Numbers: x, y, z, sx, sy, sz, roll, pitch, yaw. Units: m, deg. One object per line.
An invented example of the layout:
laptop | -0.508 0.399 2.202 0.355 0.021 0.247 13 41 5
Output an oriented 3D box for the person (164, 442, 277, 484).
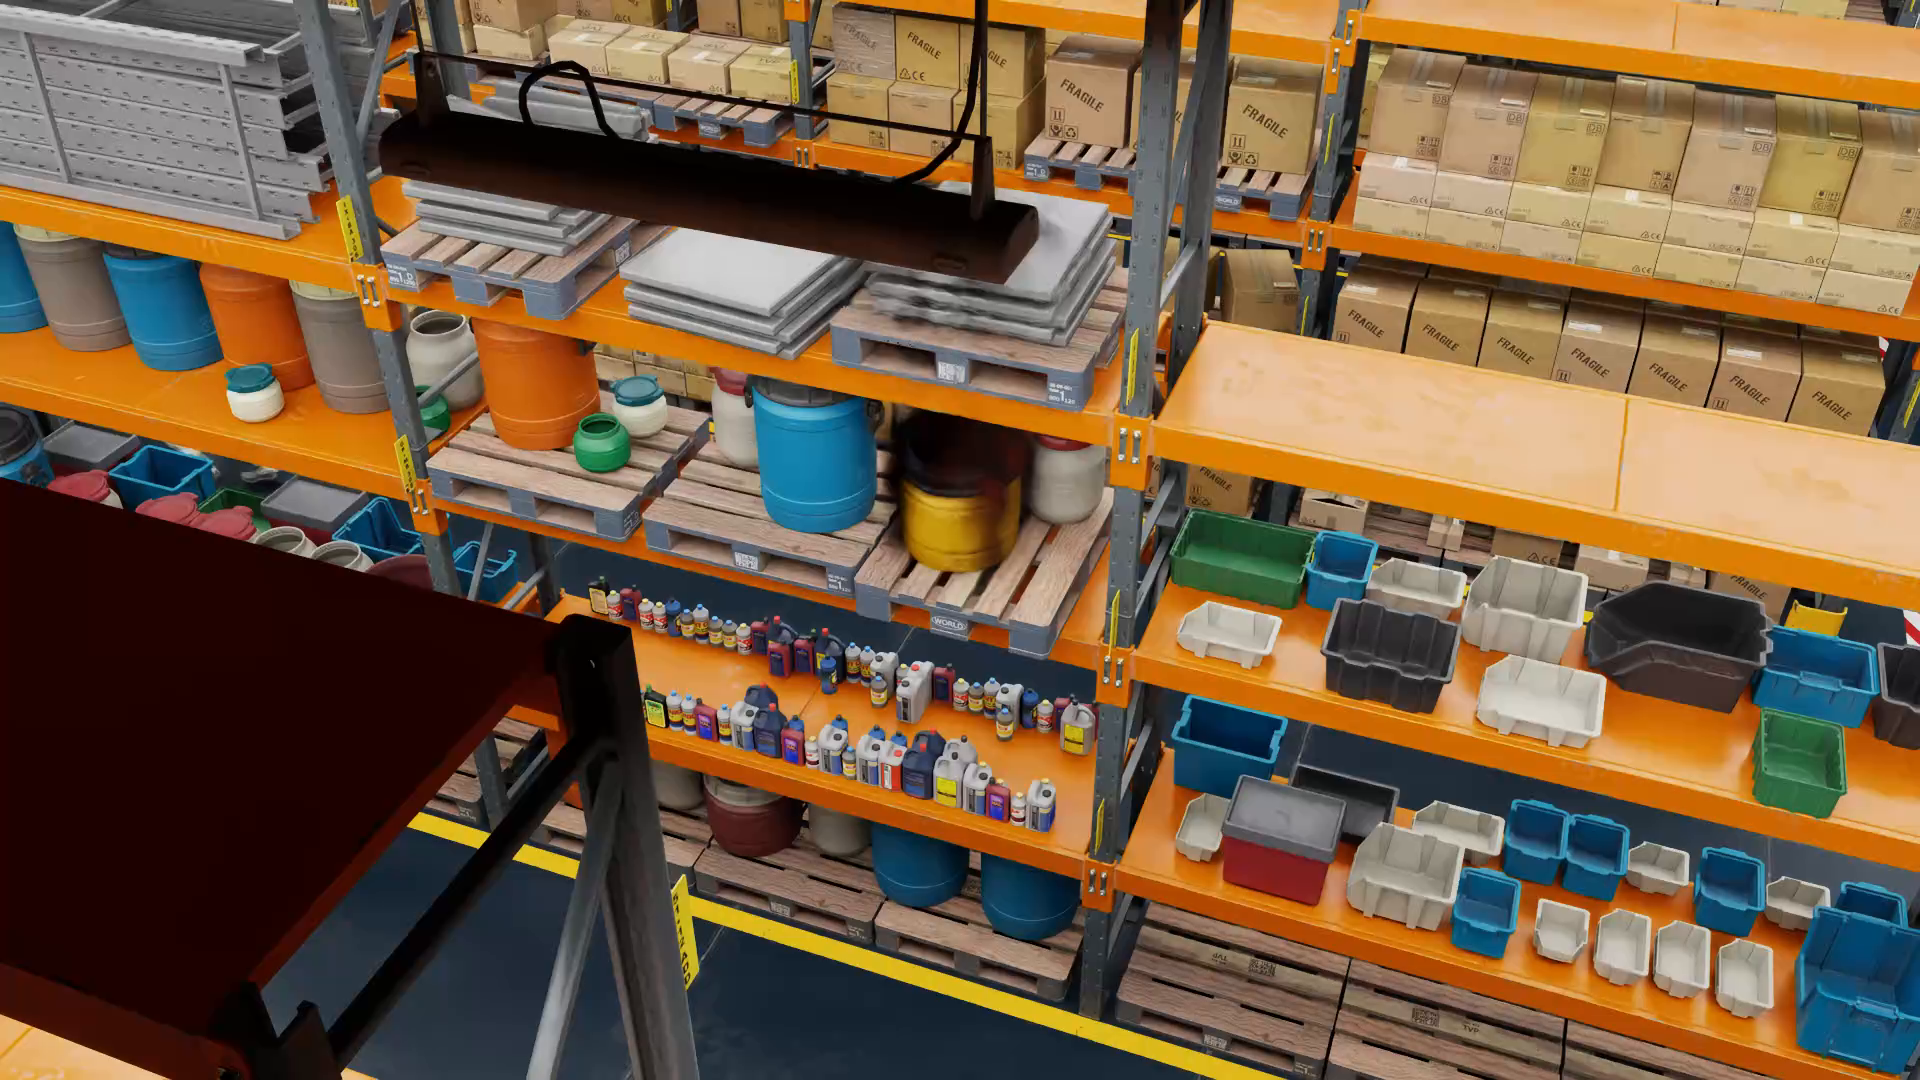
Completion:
person | -6.220 -1.173 13.518 0.946 1.723 0.629 3 37 5
